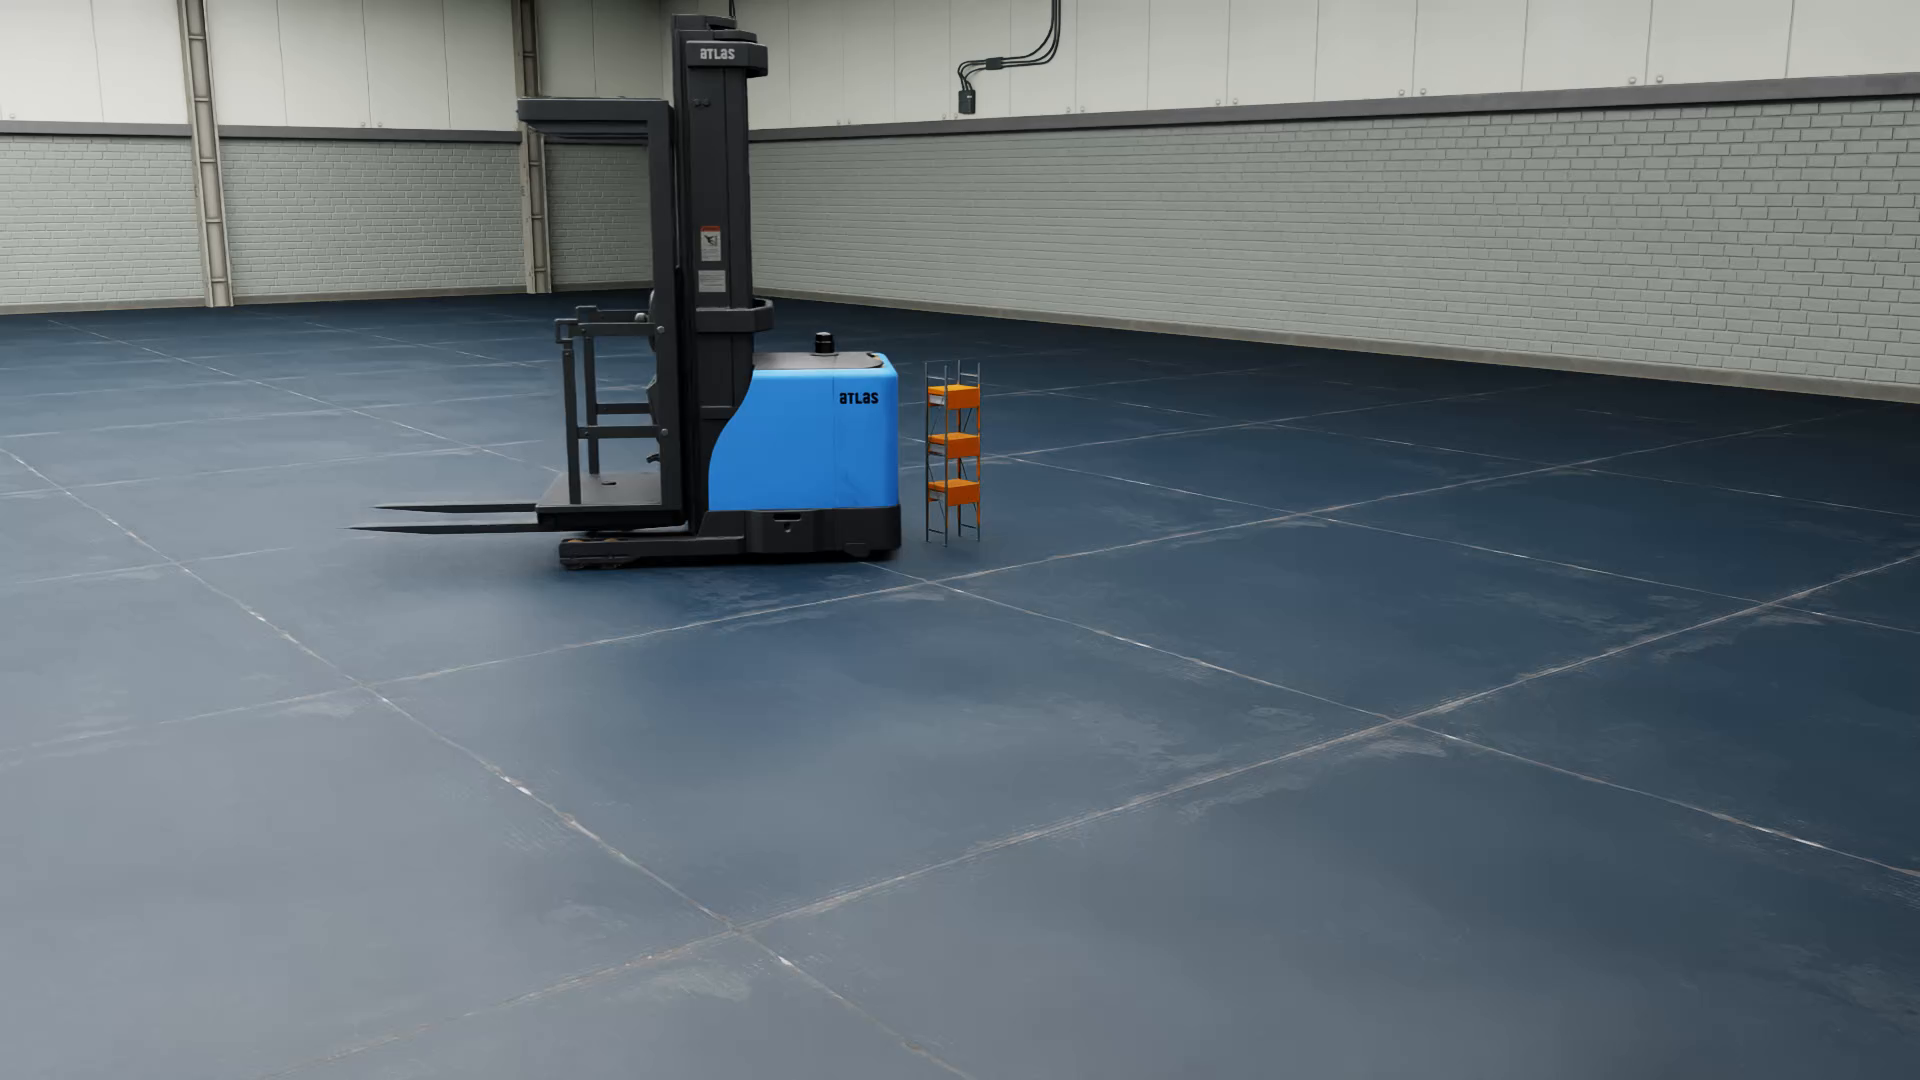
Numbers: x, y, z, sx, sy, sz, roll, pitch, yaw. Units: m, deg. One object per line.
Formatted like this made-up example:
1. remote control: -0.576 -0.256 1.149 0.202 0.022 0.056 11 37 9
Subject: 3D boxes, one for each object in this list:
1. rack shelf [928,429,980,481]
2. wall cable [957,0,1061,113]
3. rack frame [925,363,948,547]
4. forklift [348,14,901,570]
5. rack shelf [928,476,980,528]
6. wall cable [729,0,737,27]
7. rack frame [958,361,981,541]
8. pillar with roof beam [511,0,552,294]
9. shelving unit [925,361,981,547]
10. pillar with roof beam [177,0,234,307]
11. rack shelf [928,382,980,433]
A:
1. rack shelf: -0.042 -0.496 9.719 0.240 0.259 0.215 -9 15 -38
2. wall cable: 0.721 -9.580 25.125 0.169 6.003 2.305 -9 15 -38
3. rack frame: -0.137 -0.491 9.643 0.008 1.050 0.200 -9 15 -38
4. forklift: -1.883 -1.386 9.330 3.031 2.935 1.130 -1 12 -6
5. rack shelf: -0.042 -0.224 9.777 0.240 0.259 0.215 -9 15 -38
6. wall cable: -3.507 -9.972 30.471 0.112 2.526 3.097 -9 15 -38
7. rack frame: 0.053 -0.522 9.792 0.008 1.050 0.200 -9 15 -38
8. pillar with roof beam: -5.635 -8.593 28.661 0.400 9.000 9.100 -9 15 -38
9. shelving unit: -0.042 -0.507 9.717 0.252 1.050 0.215 -9 15 -38
10. pillar with roof beam: -10.320 -7.814 24.994 0.400 9.000 9.100 -9 15 -38
11. rack shelf: -0.042 -0.774 9.660 0.240 0.259 0.215 -9 15 -38
